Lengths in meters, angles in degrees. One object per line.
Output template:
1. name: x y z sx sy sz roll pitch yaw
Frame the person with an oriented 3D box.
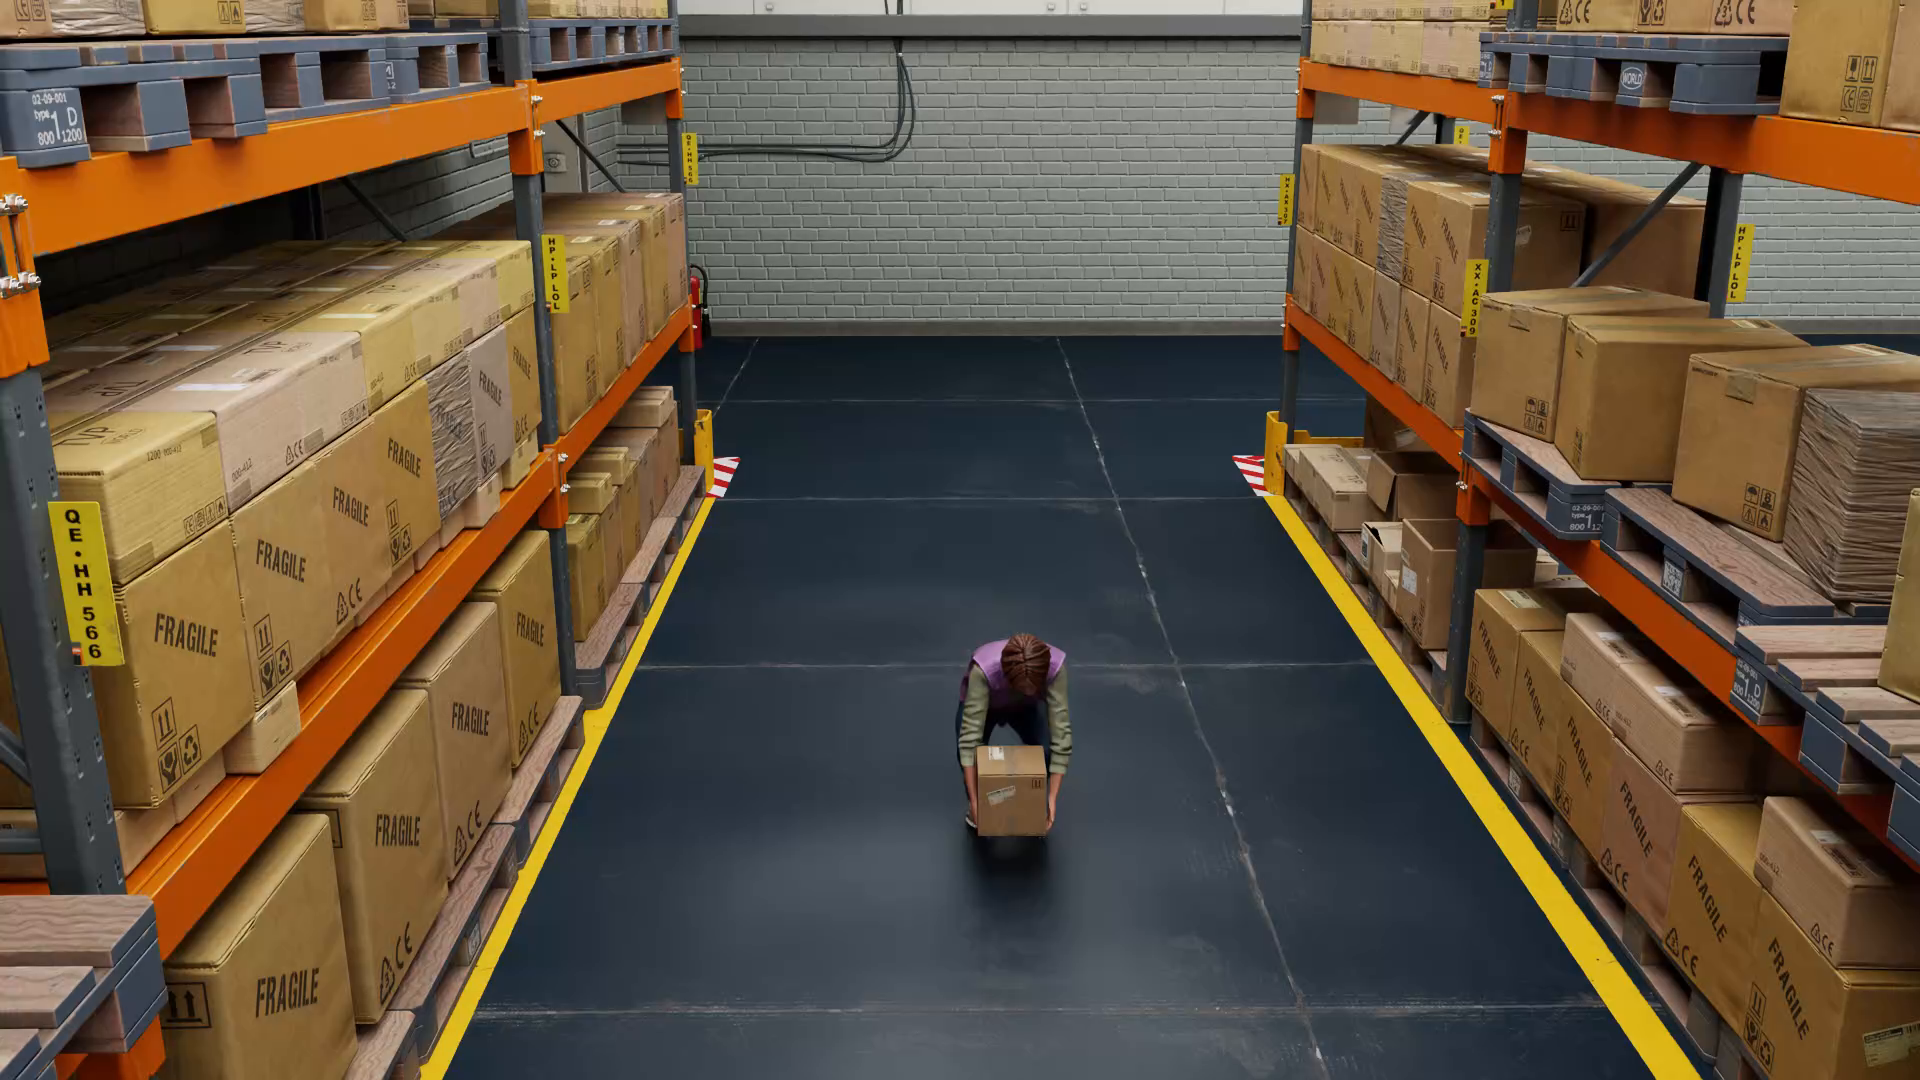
1. person: 0.201 0.709 6.473 0.442 0.902 0.806 0 17 -1
